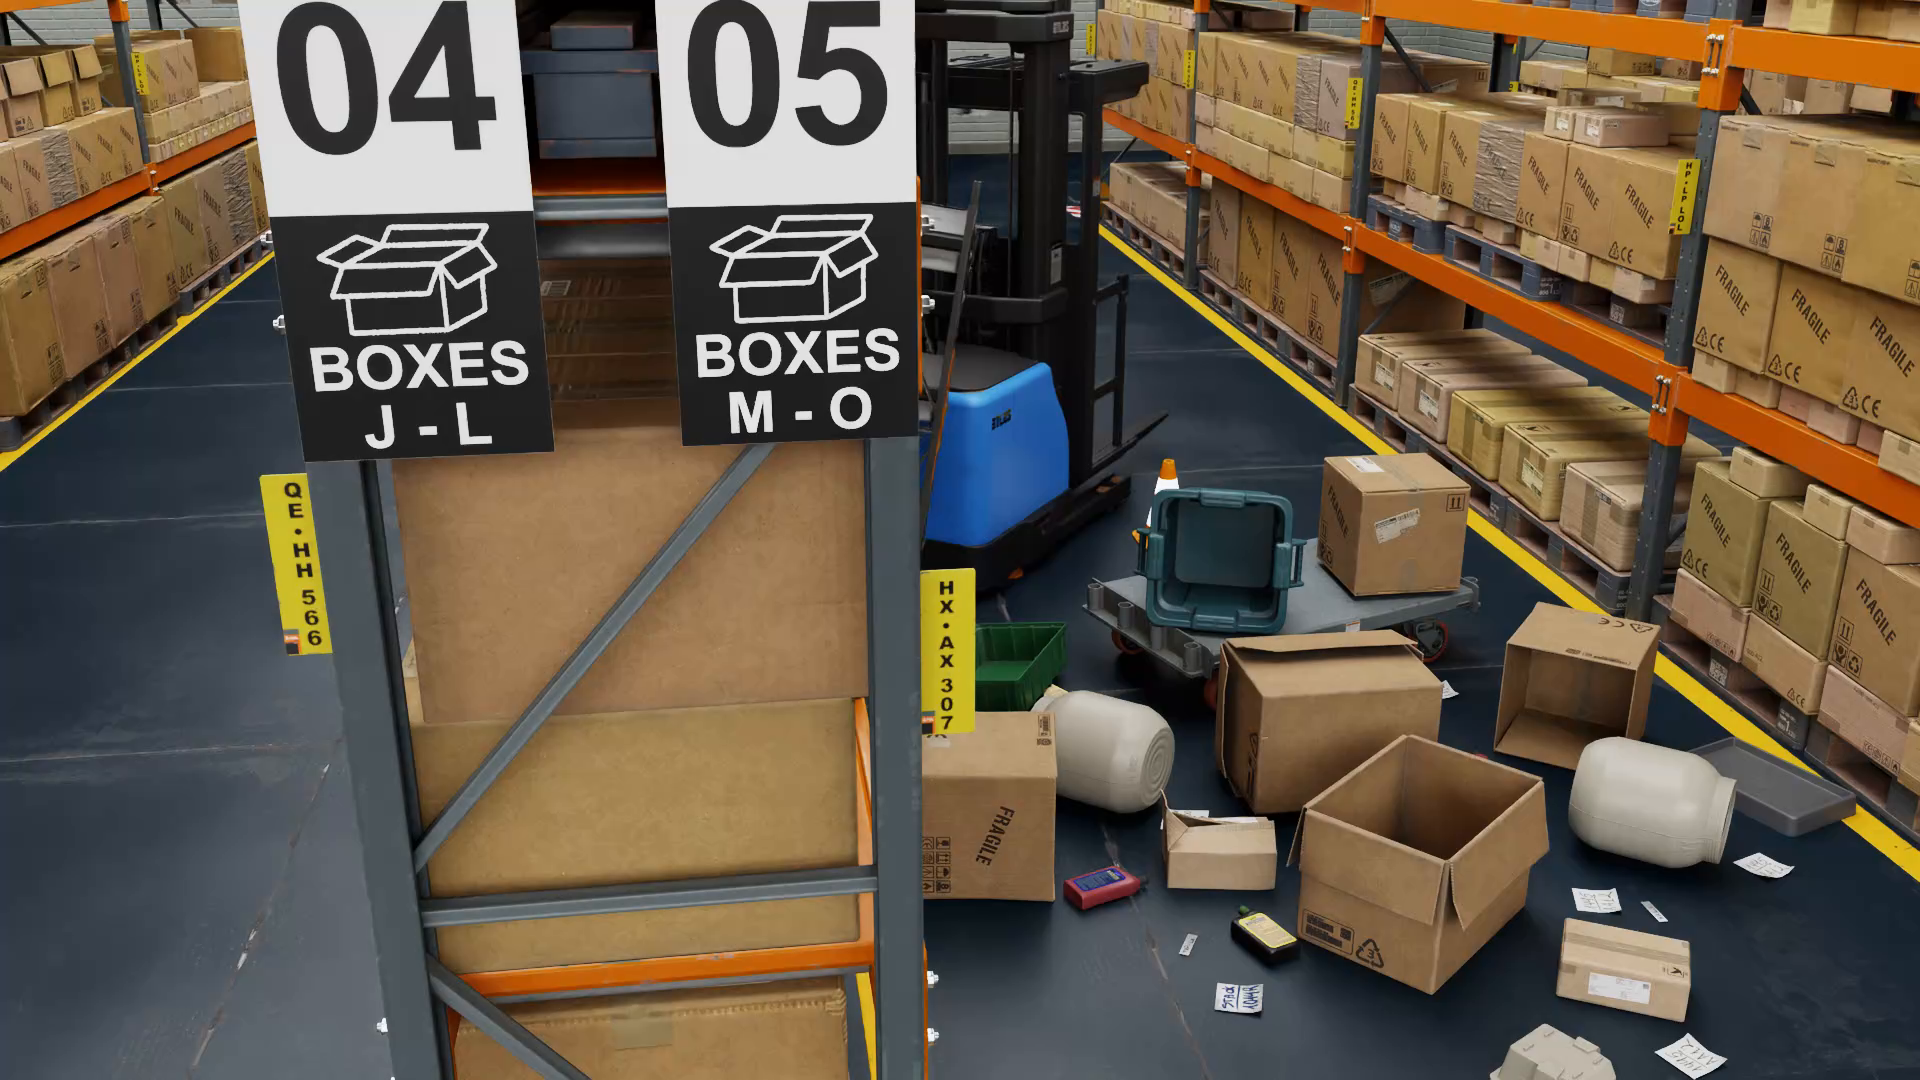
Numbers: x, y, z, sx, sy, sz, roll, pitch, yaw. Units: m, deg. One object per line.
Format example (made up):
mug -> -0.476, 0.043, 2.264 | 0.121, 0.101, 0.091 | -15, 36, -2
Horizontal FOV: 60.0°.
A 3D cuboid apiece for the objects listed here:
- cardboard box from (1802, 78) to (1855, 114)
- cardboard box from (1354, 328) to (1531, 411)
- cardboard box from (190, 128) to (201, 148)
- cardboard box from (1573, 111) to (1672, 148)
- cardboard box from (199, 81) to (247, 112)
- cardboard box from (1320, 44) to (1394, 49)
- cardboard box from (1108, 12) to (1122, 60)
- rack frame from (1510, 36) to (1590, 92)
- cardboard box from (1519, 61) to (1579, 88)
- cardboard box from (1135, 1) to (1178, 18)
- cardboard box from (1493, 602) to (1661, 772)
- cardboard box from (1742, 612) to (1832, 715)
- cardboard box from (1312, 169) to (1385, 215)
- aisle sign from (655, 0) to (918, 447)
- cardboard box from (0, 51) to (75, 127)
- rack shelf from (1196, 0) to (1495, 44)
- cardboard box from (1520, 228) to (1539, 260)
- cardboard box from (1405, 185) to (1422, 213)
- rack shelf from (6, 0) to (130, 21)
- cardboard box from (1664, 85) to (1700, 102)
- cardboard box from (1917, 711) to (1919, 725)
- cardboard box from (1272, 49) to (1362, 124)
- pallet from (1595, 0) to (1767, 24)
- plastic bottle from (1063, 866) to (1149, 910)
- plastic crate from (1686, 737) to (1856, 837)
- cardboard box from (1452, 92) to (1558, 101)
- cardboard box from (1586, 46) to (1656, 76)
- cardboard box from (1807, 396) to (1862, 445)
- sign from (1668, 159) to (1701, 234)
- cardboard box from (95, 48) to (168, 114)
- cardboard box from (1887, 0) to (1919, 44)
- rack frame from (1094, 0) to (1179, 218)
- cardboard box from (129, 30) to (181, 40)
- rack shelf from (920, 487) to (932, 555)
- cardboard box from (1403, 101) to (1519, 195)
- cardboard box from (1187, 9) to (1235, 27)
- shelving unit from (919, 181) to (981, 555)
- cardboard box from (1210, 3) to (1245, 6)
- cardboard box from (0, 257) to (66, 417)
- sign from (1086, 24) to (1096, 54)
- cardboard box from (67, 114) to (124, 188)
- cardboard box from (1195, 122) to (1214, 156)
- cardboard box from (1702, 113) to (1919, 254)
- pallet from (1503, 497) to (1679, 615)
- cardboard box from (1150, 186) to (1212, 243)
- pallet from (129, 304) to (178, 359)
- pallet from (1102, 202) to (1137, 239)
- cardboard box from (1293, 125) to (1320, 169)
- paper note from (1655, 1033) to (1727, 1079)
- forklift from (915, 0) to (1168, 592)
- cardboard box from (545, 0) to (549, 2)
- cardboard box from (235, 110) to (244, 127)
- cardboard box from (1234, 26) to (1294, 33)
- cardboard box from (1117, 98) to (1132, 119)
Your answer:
cardboard box -> 7.529, -3.631, 13.906 | 0.700, 0.500, 0.500 | -3, 21, -8
cardboard box -> 3.230, -1.150, 11.163 | 0.950, 0.372, 0.625 | -4, 21, -11
cardboard box -> -7.092, -3.628, 15.003 | 0.380, 0.149, 0.250 | -3, 21, -9
cardboard box -> 3.332, -2.068, 8.372 | 0.380, 0.149, 0.250 | -4, 21, -9
cardboard box -> -7.397, -4.389, 16.470 | 0.500, 0.250, 0.500 | -3, 21, -9
cardboard box -> 3.119, -3.605, 13.008 | 0.500, 0.500, 0.500 | -3, 21, -7
cardboard box -> 1.874, -5.306, 17.564 | 0.500, 0.500, 0.500 | -3, 21, -9
rack frame -> 6.916, -5.402, 19.392 | 1.000, 3.000, 0.127 | -3, 21, -8
cardboard box -> 6.715, -5.300, 18.909 | 0.500, 0.250, 0.500 | -3, 21, -7
cardboard box -> 1.964, -5.293, 16.602 | 0.380, 0.149, 0.250 | -3, 21, -9
cardboard box -> 2.543, 0.614, 6.854 | 0.500, 0.500, 0.500 | 12, 24, 29
cardboard box -> 3.641, 0.498, 6.925 | 0.500, 0.250, 0.500 | -2, 21, -5
cardboard box -> 2.828, -2.472, 11.762 | 0.500, 0.250, 0.500 | -4, 21, -10
aisle sign -> -0.265, -0.534, 2.644 | 0.394, 0.787, 0.004 | -3, 21, -8
cardboard box -> -7.037, -3.323, 12.250 | 0.797, 0.503, 0.637 | -3, 21, -7
rack shelf -> 2.870, -4.141, 12.757 | 1.077, 0.370, 4.000 | -3, 21, -8
cardboard box -> 3.255, -1.593, 8.952 | 0.380, 0.149, 0.250 | -3, 21, -8
cardboard box -> 3.022, -2.141, 10.419 | 0.380, 0.149, 0.250 | -4, 21, -11
rack shelf -> -7.513, -5.026, 15.127 | 1.077, 0.370, 4.000 | -3, 21, -8
cardboard box -> 7.178, -4.250, 16.097 | 0.500, 0.250, 0.500 | -2, 21, -6
cardboard box -> 3.793, 0.510, 5.822 | 0.500, 0.500, 0.500 | -3, 21, -9
cardboard box -> 2.678, -3.411, 12.489 | 0.500, 0.500, 0.500 | -3, 21, -8
pallet -> 3.751, -2.532, 7.689 | 1.213, 0.211, 1.003 | -3, 21, -8
plastic bottle -> 0.519, 1.218, 5.869 | 0.283, 0.061, 0.133 | -11, 23, -26
plastic crate -> 3.150, 0.957, 6.539 | 0.402, 0.080, 0.583 | -11, 23, -26
cardboard box -> 3.499, -2.620, 10.775 | 0.500, 0.500, 0.500 | -4, 21, -9
cardboard box -> 6.932, -5.132, 17.387 | 0.500, 0.500, 0.500 | -2, 21, -6
cardboard box -> 3.620, -0.490, 6.599 | 0.380, 0.149, 0.250 | -2, 21, -6
sign -> 3.186, -1.508, 7.313 | 0.100, 0.325, 0.005 | -3, 21, -8
cardboard box -> -7.041, -3.864, 13.993 | 0.500, 0.500, 0.500 | -3, 21, -8
cardboard box -> 3.661, -1.900, 6.088 | 0.380, 0.149, 0.250 | -2, 21, -6
rack frame -> 2.005, -5.150, 18.718 | 1.000, 3.000, 0.127 | -3, 21, -8
cardboard box -> -7.927, -4.718, 16.278 | 0.500, 0.500, 0.500 | -3, 21, -9
rack shelf -> -0.392, 0.025, 8.051 | 0.431, 0.518, 0.480 | 9, 24, -1
cardboard box -> 3.076, -2.416, 10.228 | 0.500, 0.500, 0.500 | -2, 21, -5
cardboard box -> 2.292, -4.772, 15.206 | 0.380, 0.149, 0.250 | -2, 21, -6
shelving unit -> -0.280, -0.617, 7.760 | 0.431, 2.100, 0.503 | 9, 24, -1
cardboard box -> 2.559, -5.146, 16.209 | 0.380, 0.149, 0.250 | -3, 21, -8
cardboard box -> -6.727, -1.322, 10.904 | 1.225, 0.875, 0.875 | -4, 21, -10
sign -> 1.455, -5.567, 18.483 | 0.100, 0.325, 0.005 | -3, 21, -8
cardboard box -> -6.823, -2.992, 12.798 | 0.500, 0.500, 0.500 | -2, 21, -6
cardboard box -> 2.384, -3.529, 14.593 | 0.500, 0.250, 0.500 | -3, 21, -9
cardboard box -> 3.584, -1.487, 6.912 | 0.700, 0.500, 0.500 | -3, 21, -8
pallet -> 3.621, 0.042, 8.803 | 1.003, 0.211, 1.213 | -3, 21, -8
cardboard box -> 2.468, -3.294, 16.811 | 0.875, 0.438, 0.875 | -4, 21, -9
pallet -> -7.039, -1.696, 13.454 | 1.003, 0.211, 1.213 | -3, 21, -8
pallet -> 2.198, -3.571, 18.475 | 1.003, 0.211, 1.213 | -3, 21, -8
cardboard box -> 2.759, -2.876, 12.130 | 0.500, 0.250, 0.500 | -3, 21, -9
paper note -> 2.205, 1.554, 5.013 | 0.148, 0.019, 0.142 | -11, 23, -26
forklift -> 0.353, -1.586, 9.274 | 1.130, 2.935, 3.031 | 10, 23, 26
cardboard box -> -1.065, -1.219, 3.520 | 0.380, 0.149, 0.250 | -3, 21, -7
cardboard box -> -7.315, -4.162, 16.432 | 0.380, 0.149, 0.250 | -3, 21, -7
cardboard box -> 2.753, -4.457, 15.292 | 0.500, 0.500, 0.500 | -3, 21, -7
cardboard box -> 1.946, -4.665, 17.278 | 0.500, 0.500, 0.500 | -3, 21, -8
